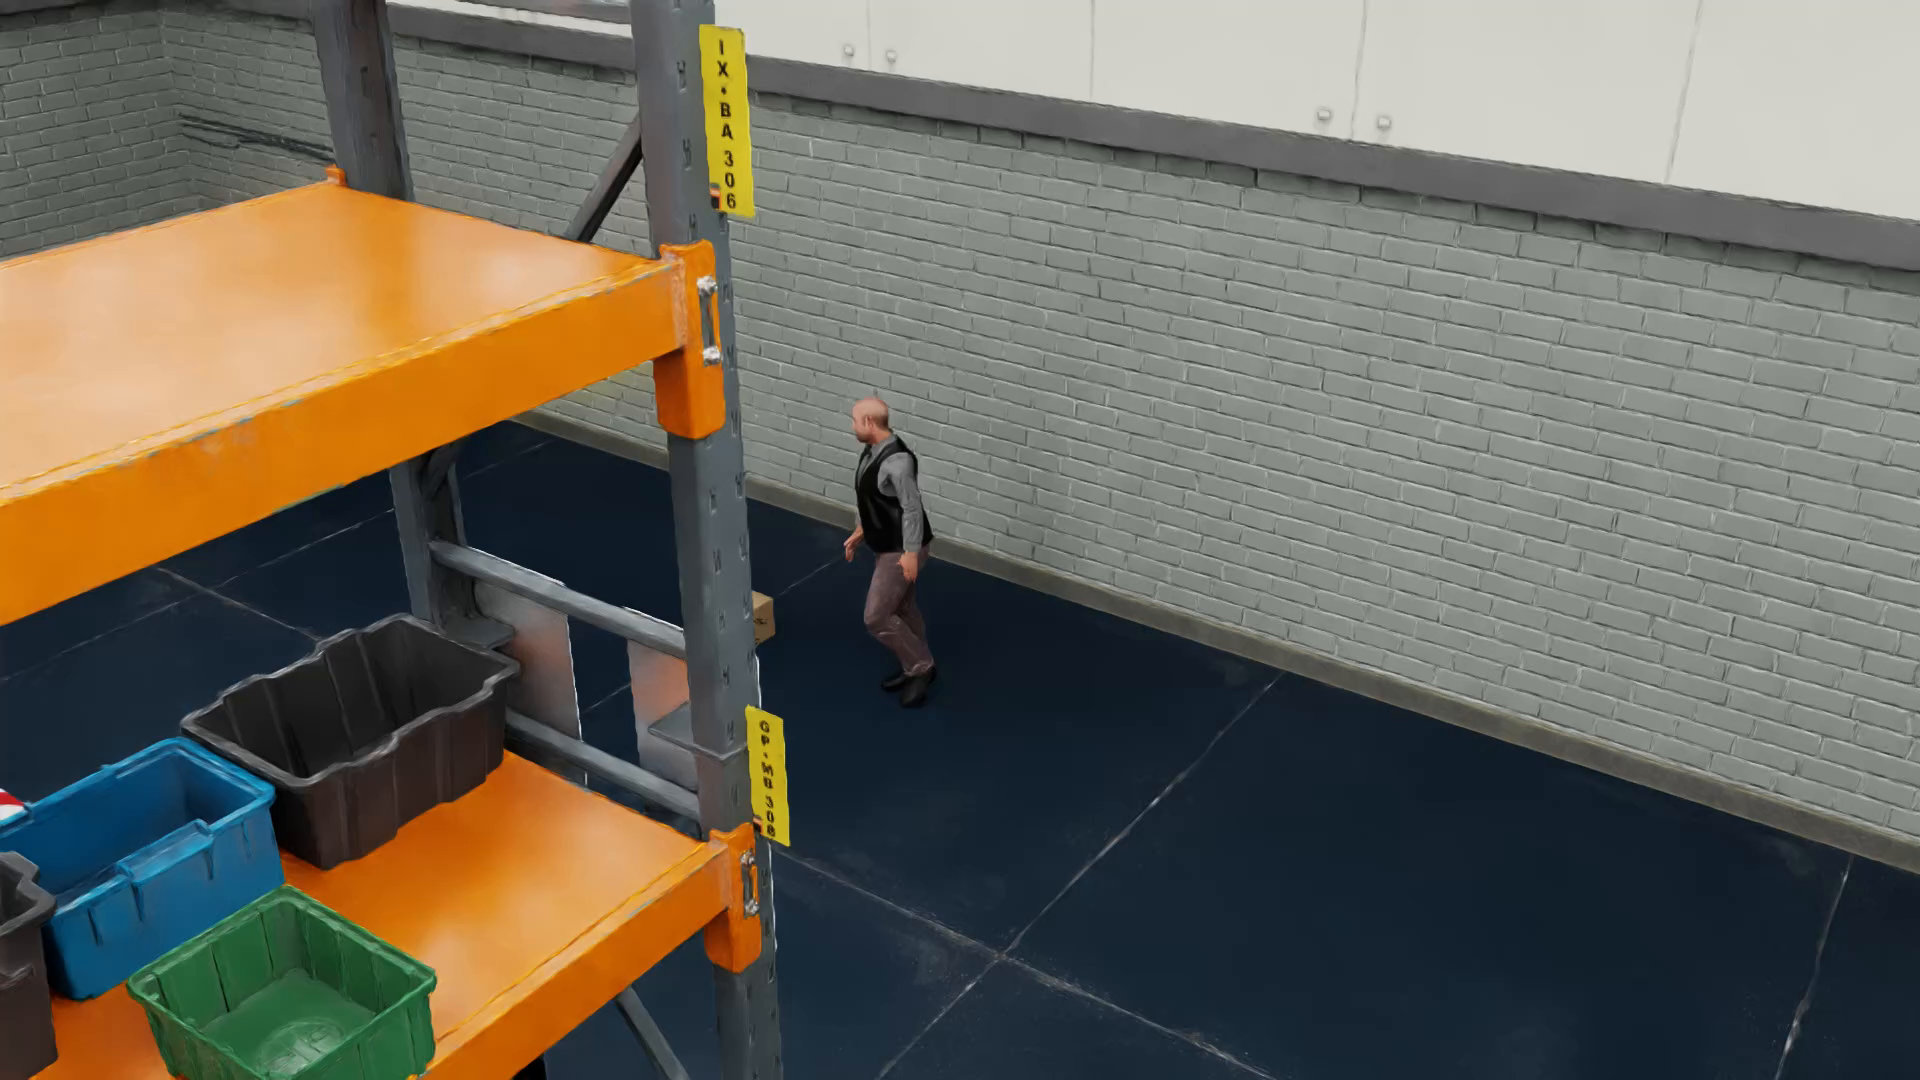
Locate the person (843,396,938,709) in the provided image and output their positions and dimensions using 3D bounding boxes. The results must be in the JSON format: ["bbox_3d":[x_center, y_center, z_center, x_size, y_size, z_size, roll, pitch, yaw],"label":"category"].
[{"bbox_3d":[-0.381,0.051,9.105,0.468,1.712,0.631,-9,28,-18],"label":"person"}]
